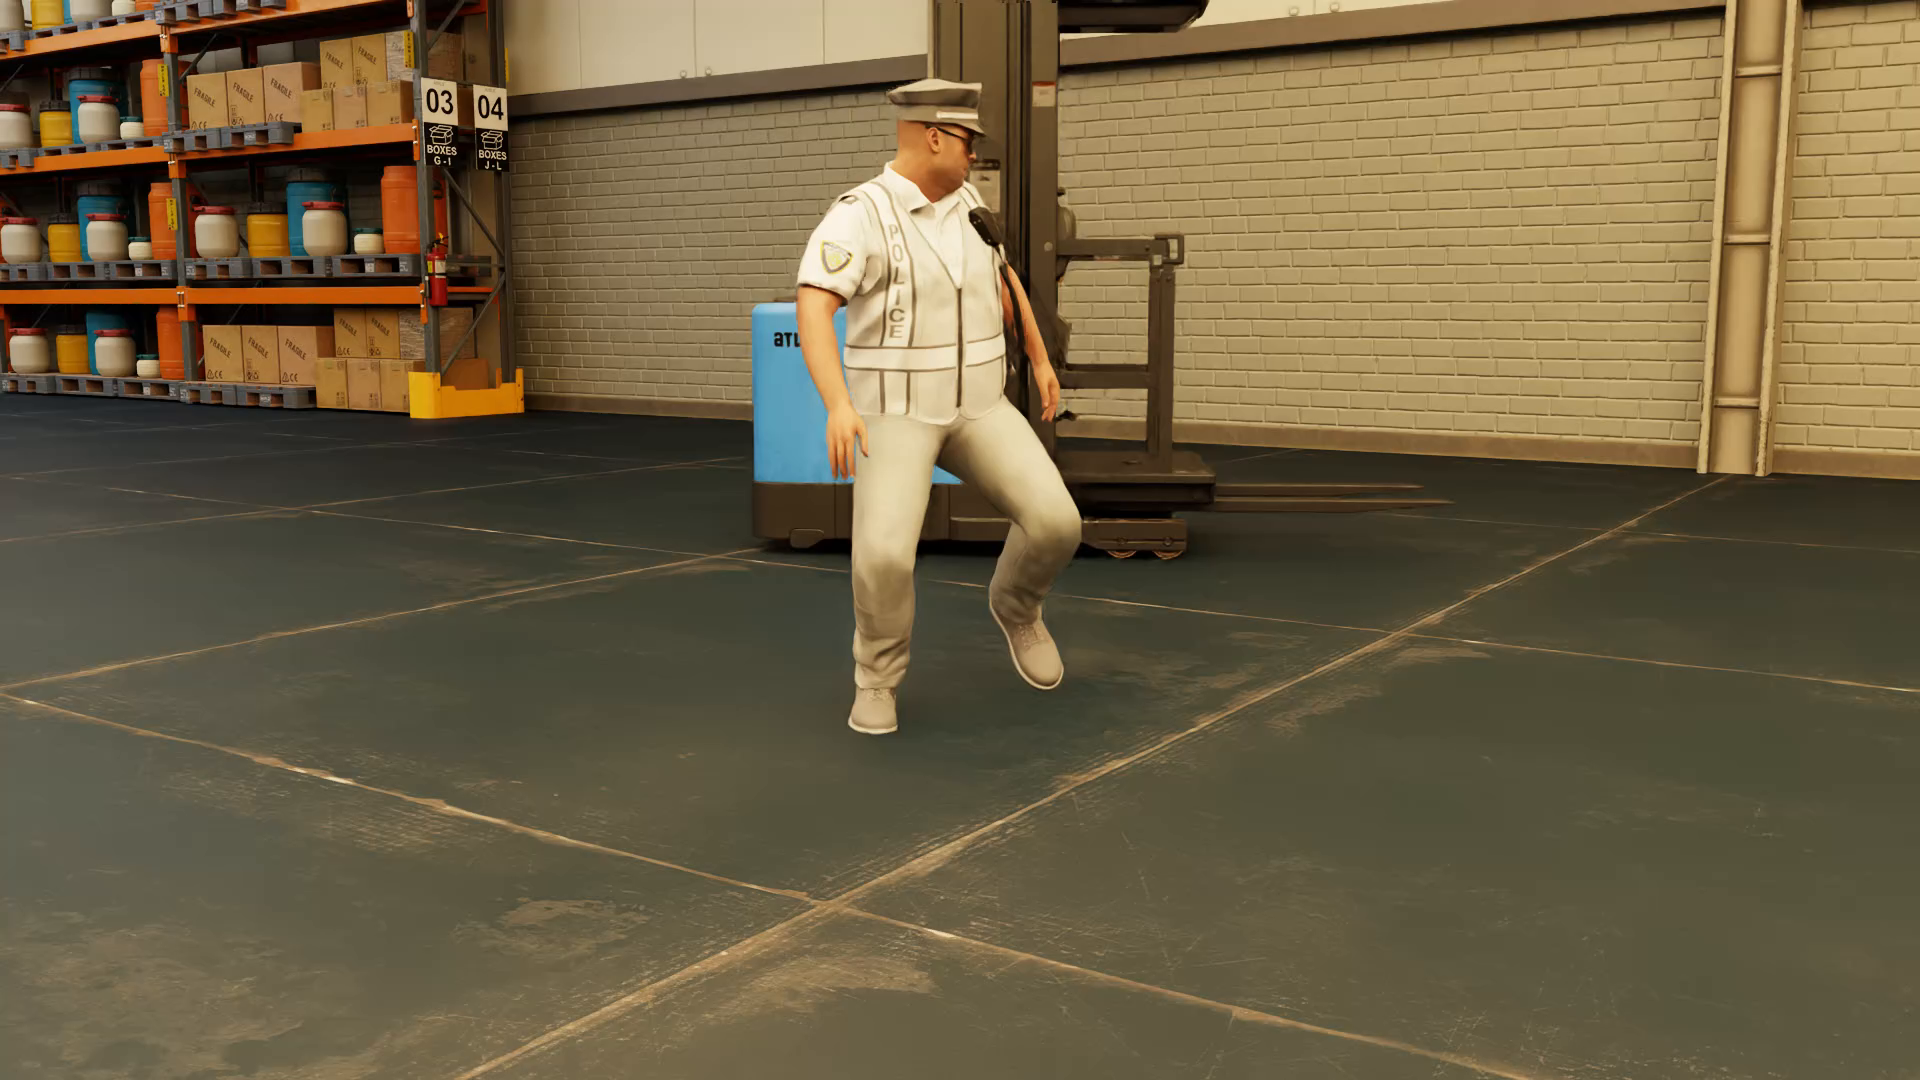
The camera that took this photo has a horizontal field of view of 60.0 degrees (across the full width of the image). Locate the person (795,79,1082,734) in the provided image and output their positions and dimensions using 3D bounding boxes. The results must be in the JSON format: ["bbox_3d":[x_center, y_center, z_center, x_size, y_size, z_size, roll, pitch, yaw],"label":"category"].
[{"bbox_3d":[-0.034,-0.345,4.314,0.857,1.646,0.562,-4,9,-24],"label":"person"}]

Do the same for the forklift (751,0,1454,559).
[{"bbox_3d":[0.631,-1.448,7.379,3.031,2.935,1.130,0,8,3],"label":"forklift"}]
